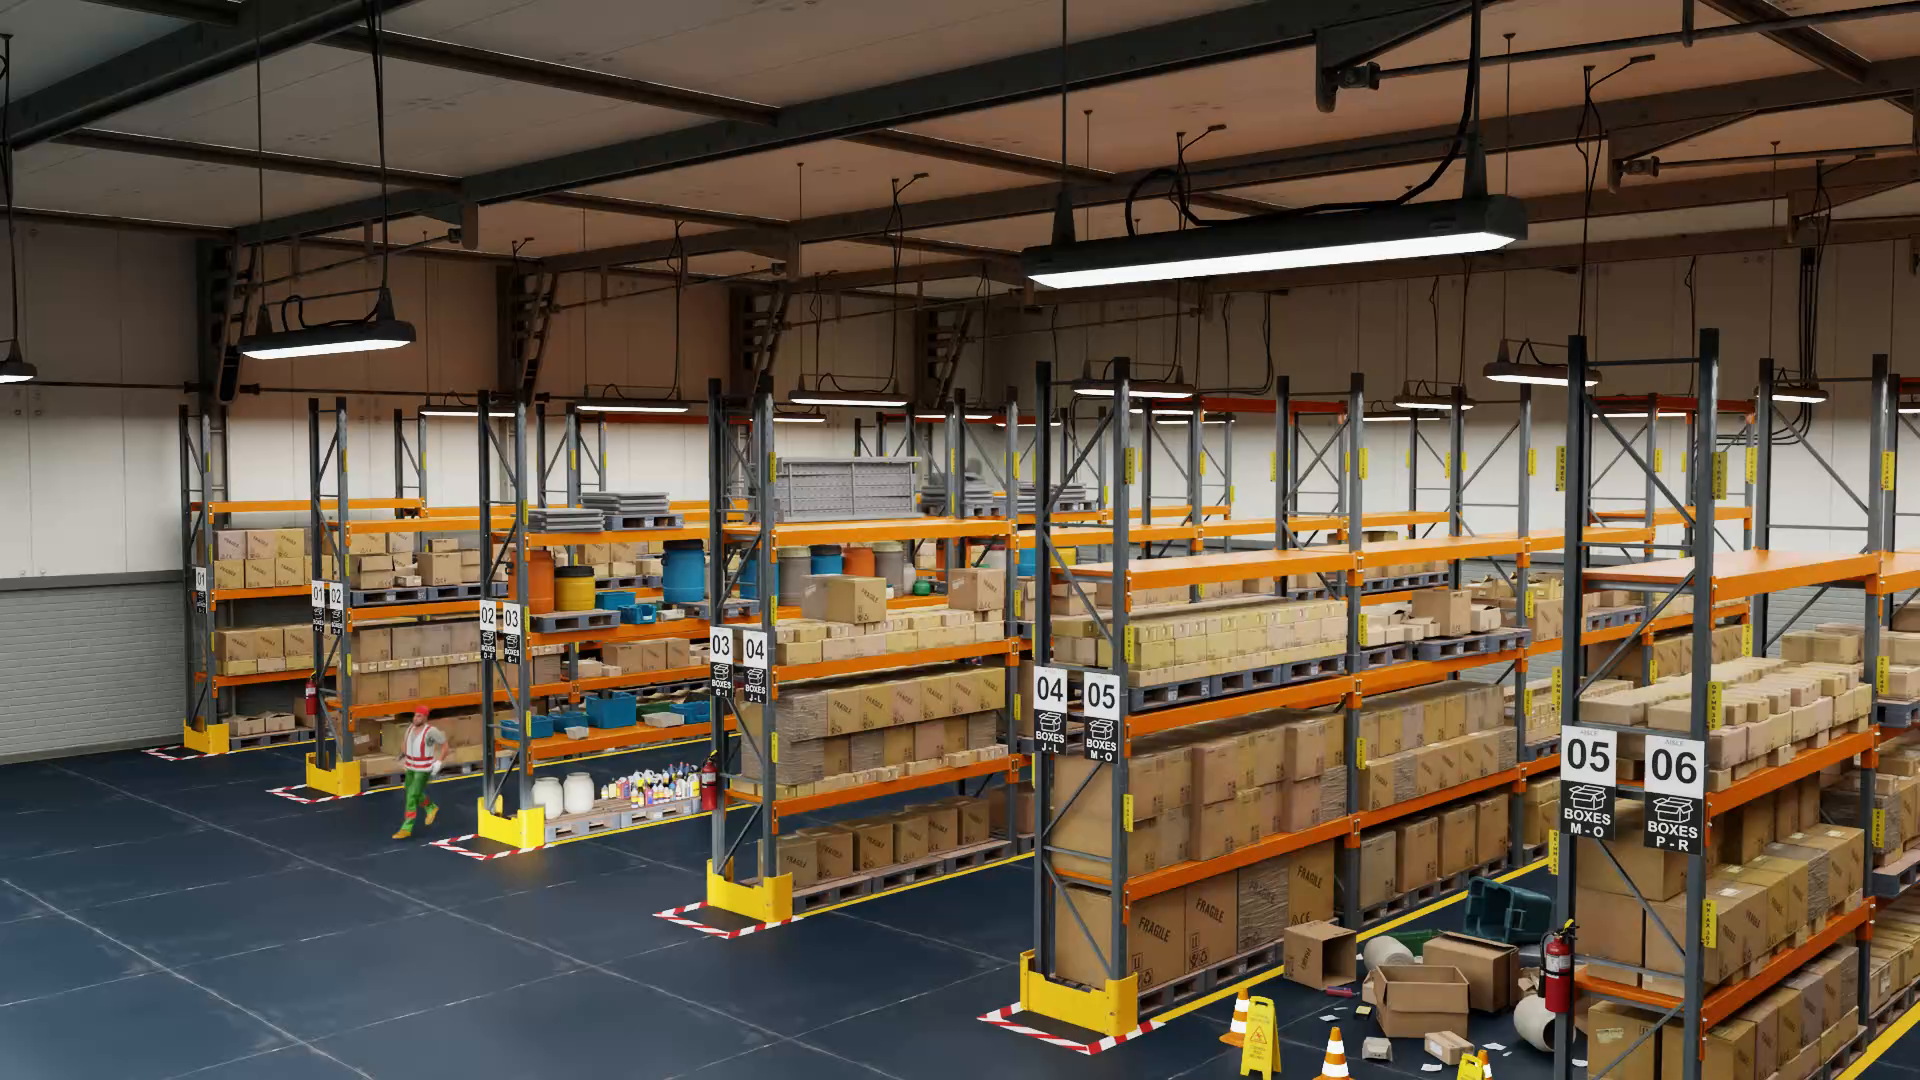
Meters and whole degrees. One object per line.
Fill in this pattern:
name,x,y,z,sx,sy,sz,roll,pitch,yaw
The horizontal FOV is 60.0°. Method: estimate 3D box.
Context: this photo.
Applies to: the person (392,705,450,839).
person,-7.261,3.097,22.481,0.710,1.763,0.904,1,3,26
